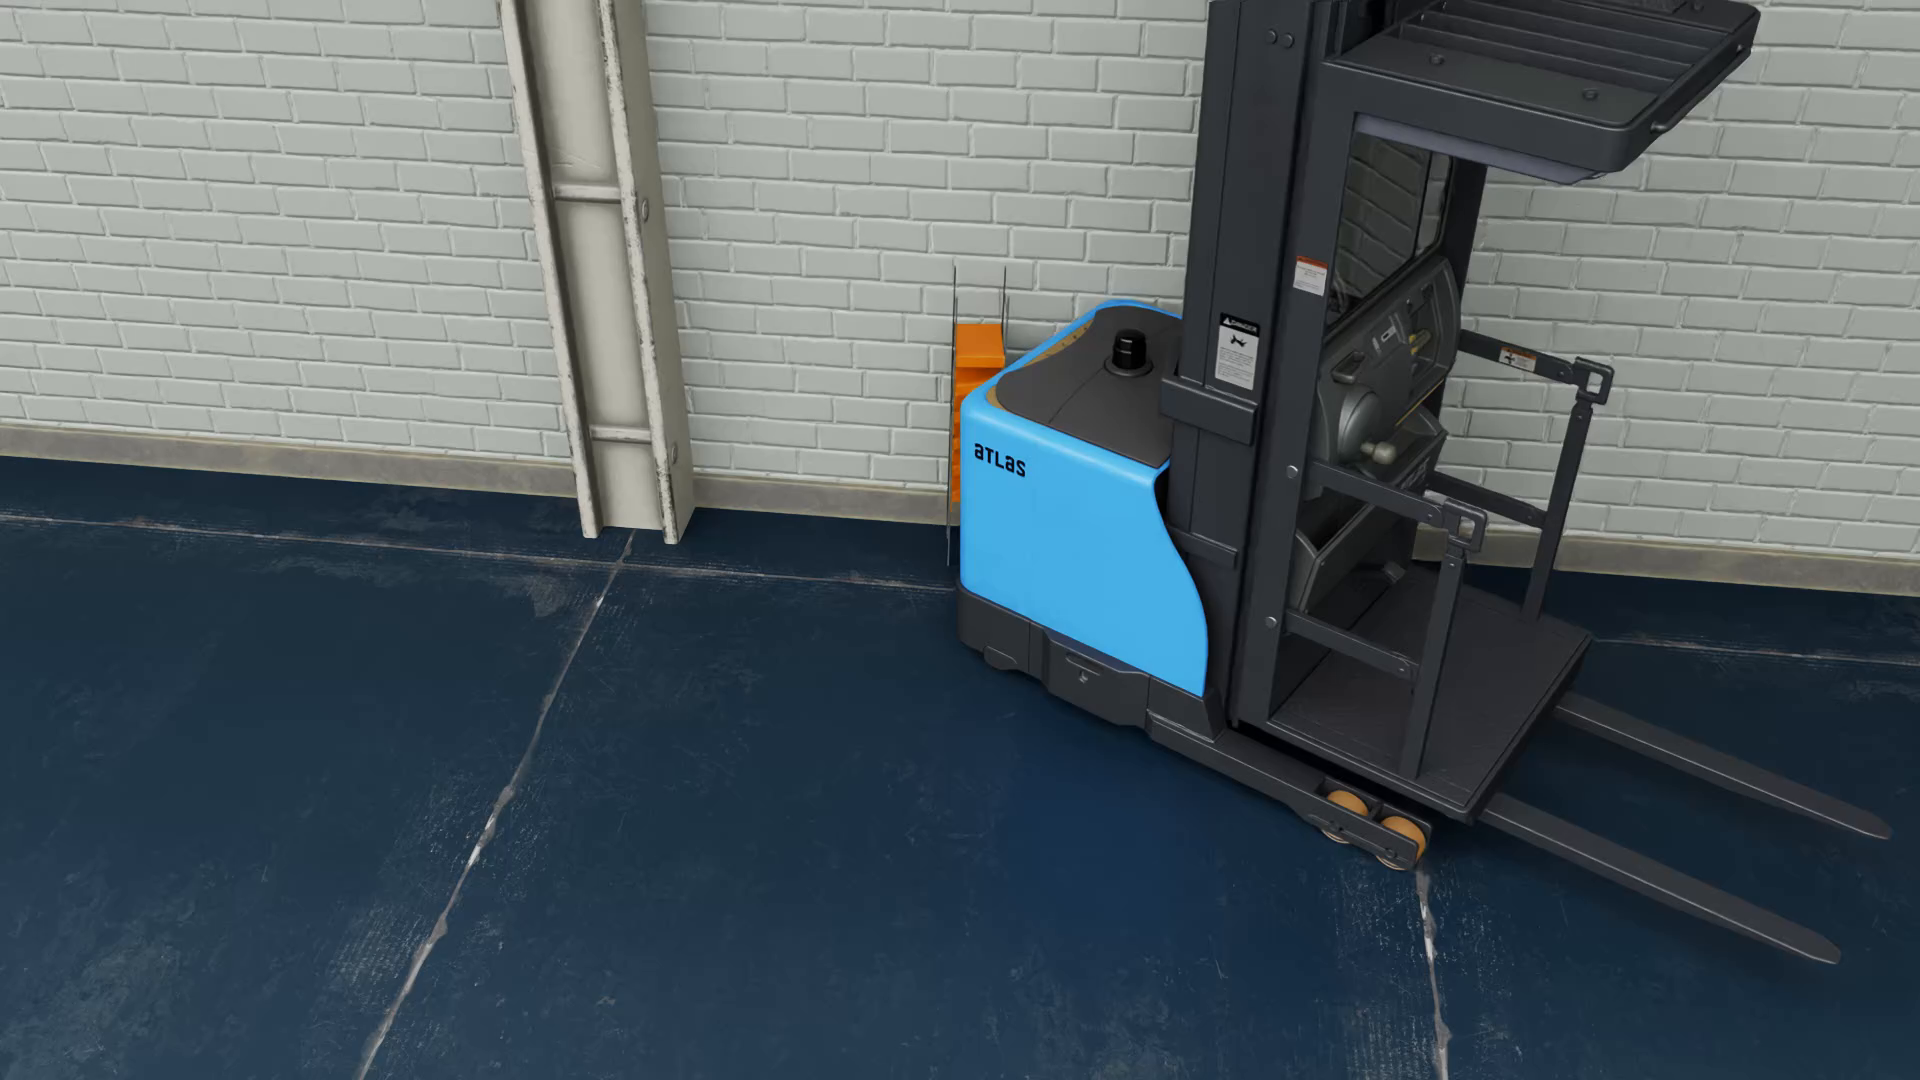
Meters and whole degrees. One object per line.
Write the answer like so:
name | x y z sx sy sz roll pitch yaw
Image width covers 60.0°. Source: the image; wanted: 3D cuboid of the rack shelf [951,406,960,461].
rack shelf | 0.058 -0.411 6.360 0.180 0.103 0.258 0 37 -2

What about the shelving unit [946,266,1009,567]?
shelving unit | 0.059 -0.447 6.334 0.189 1.200 0.258 0 37 -2

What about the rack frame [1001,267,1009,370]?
rack frame | 0.151 -0.446 6.338 0.006 1.200 0.240 0 37 -2

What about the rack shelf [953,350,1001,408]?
rack shelf | 0.065 -0.604 6.217 0.180 0.103 0.258 0 37 -2

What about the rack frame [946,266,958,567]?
rack frame | -0.032 -0.448 6.330 0.006 1.200 0.240 0 37 -2

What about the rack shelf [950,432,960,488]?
rack shelf | 0.054 -0.315 6.432 0.180 0.103 0.258 0 37 -2

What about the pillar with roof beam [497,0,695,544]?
pillar with roof beam | -1.866 -1.268 0.781 0.400 9.000 9.100 4 36 6

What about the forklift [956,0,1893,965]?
forklift | 1.466 -0.498 4.925 3.031 2.935 1.130 24 42 29

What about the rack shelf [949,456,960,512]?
rack shelf | 0.051 -0.219 6.504 0.180 0.103 0.258 0 37 -2

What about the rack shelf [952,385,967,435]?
rack shelf | 0.062 -0.508 6.289 0.180 0.103 0.258 0 37 -2

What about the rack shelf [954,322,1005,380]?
rack shelf | 0.069 -0.700 6.145 0.180 0.103 0.258 0 37 -2
